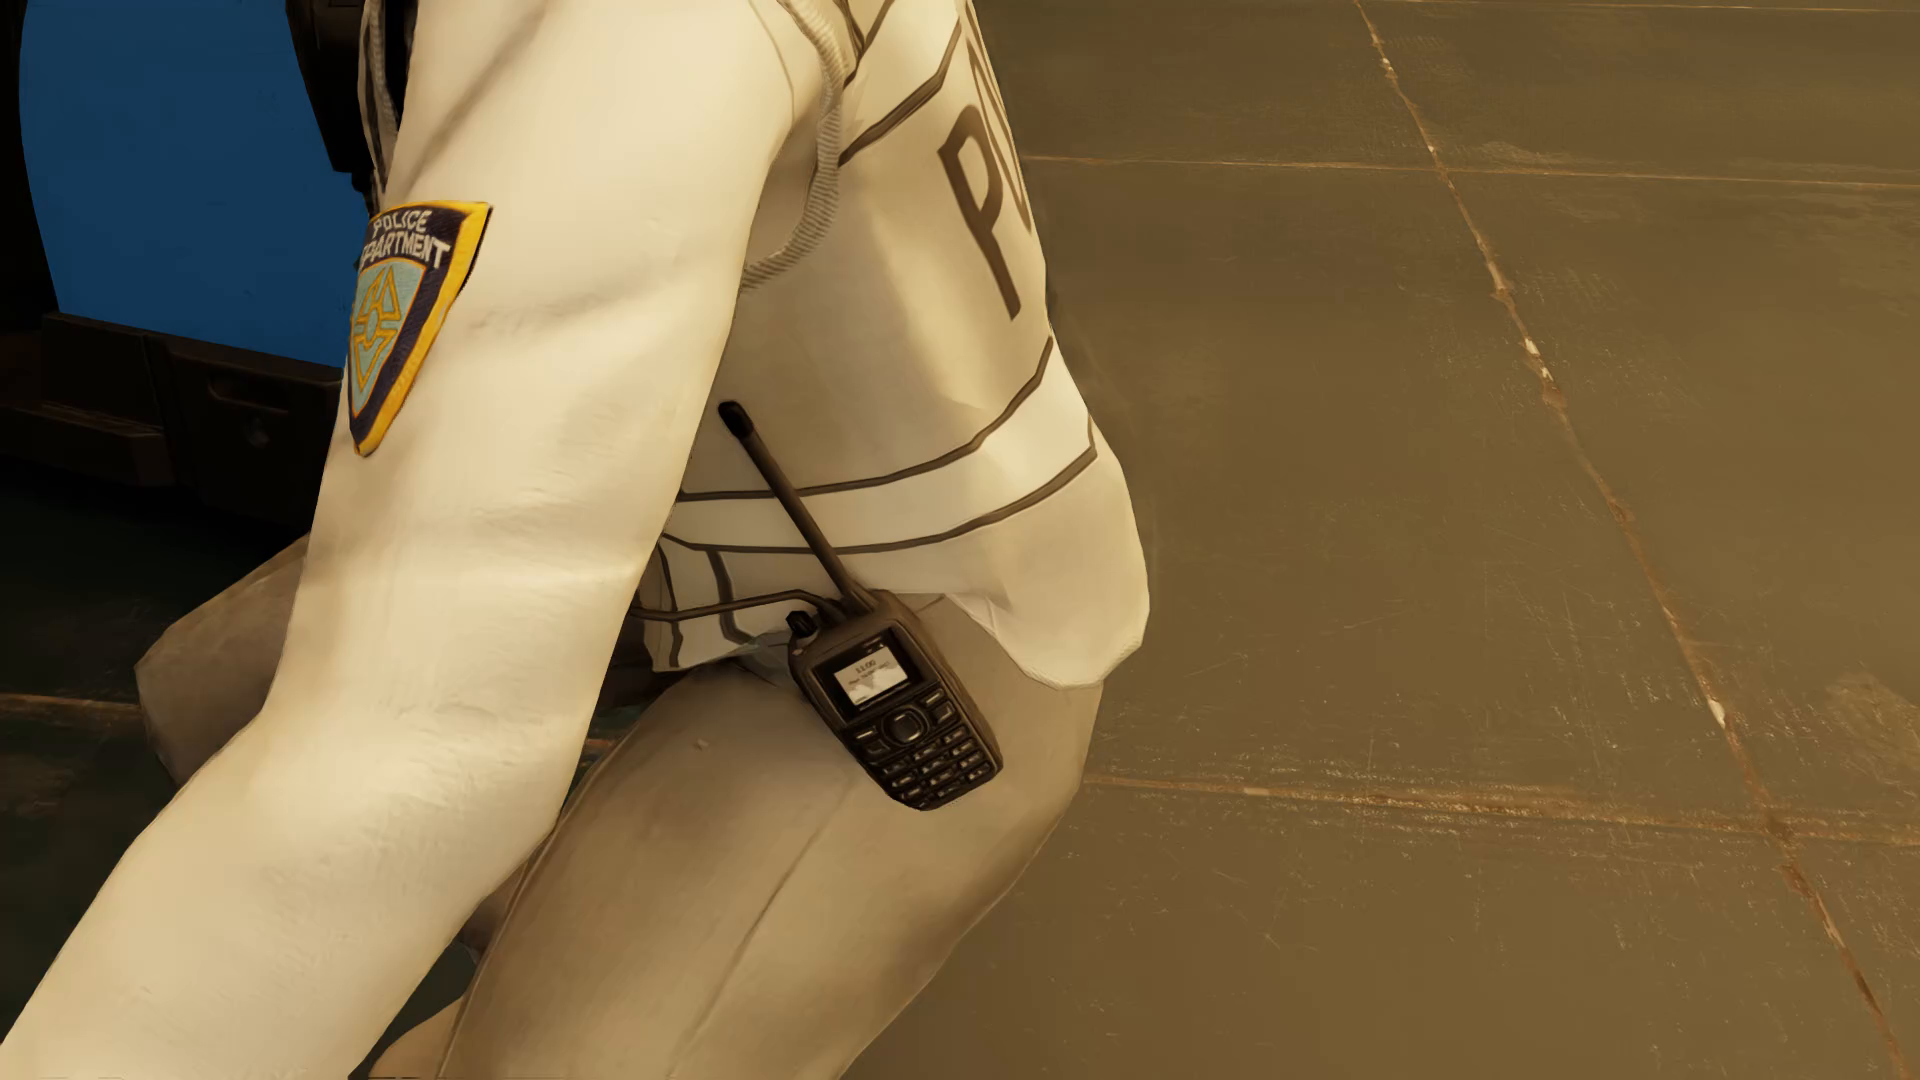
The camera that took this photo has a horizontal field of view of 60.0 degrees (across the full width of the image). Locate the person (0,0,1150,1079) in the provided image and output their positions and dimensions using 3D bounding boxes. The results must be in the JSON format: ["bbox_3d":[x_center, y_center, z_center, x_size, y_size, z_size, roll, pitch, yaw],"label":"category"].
[{"bbox_3d":[-0.201,0.062,0.838,0.655,1.469,0.839,-7,27,-14],"label":"person"}]

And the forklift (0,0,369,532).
[{"bbox_3d":[-1.534,-1.665,2.554,3.031,2.935,1.130,12,29,23],"label":"forklift"}]
